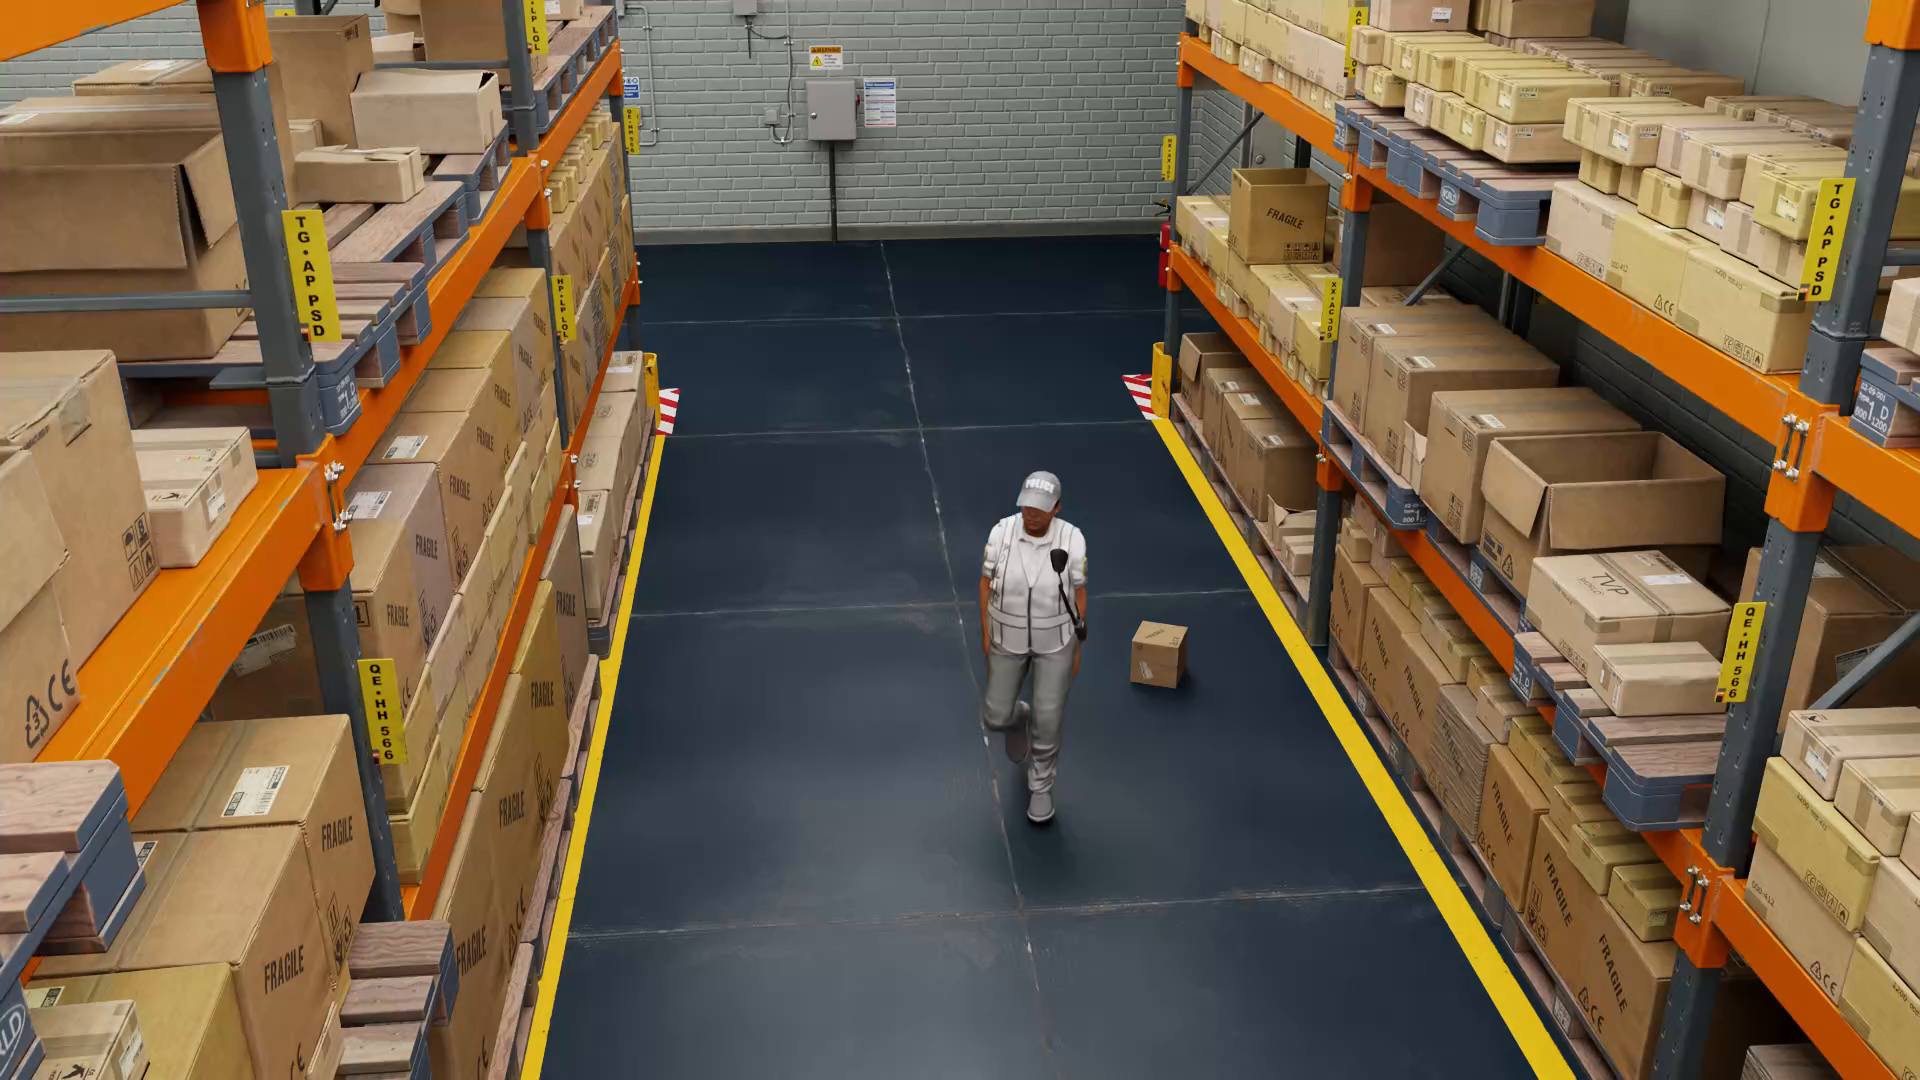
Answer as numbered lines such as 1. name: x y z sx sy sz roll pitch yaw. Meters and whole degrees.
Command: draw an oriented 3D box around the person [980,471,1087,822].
1. person: 0.337 0.427 7.585 0.492 1.646 0.614 4 24 8
